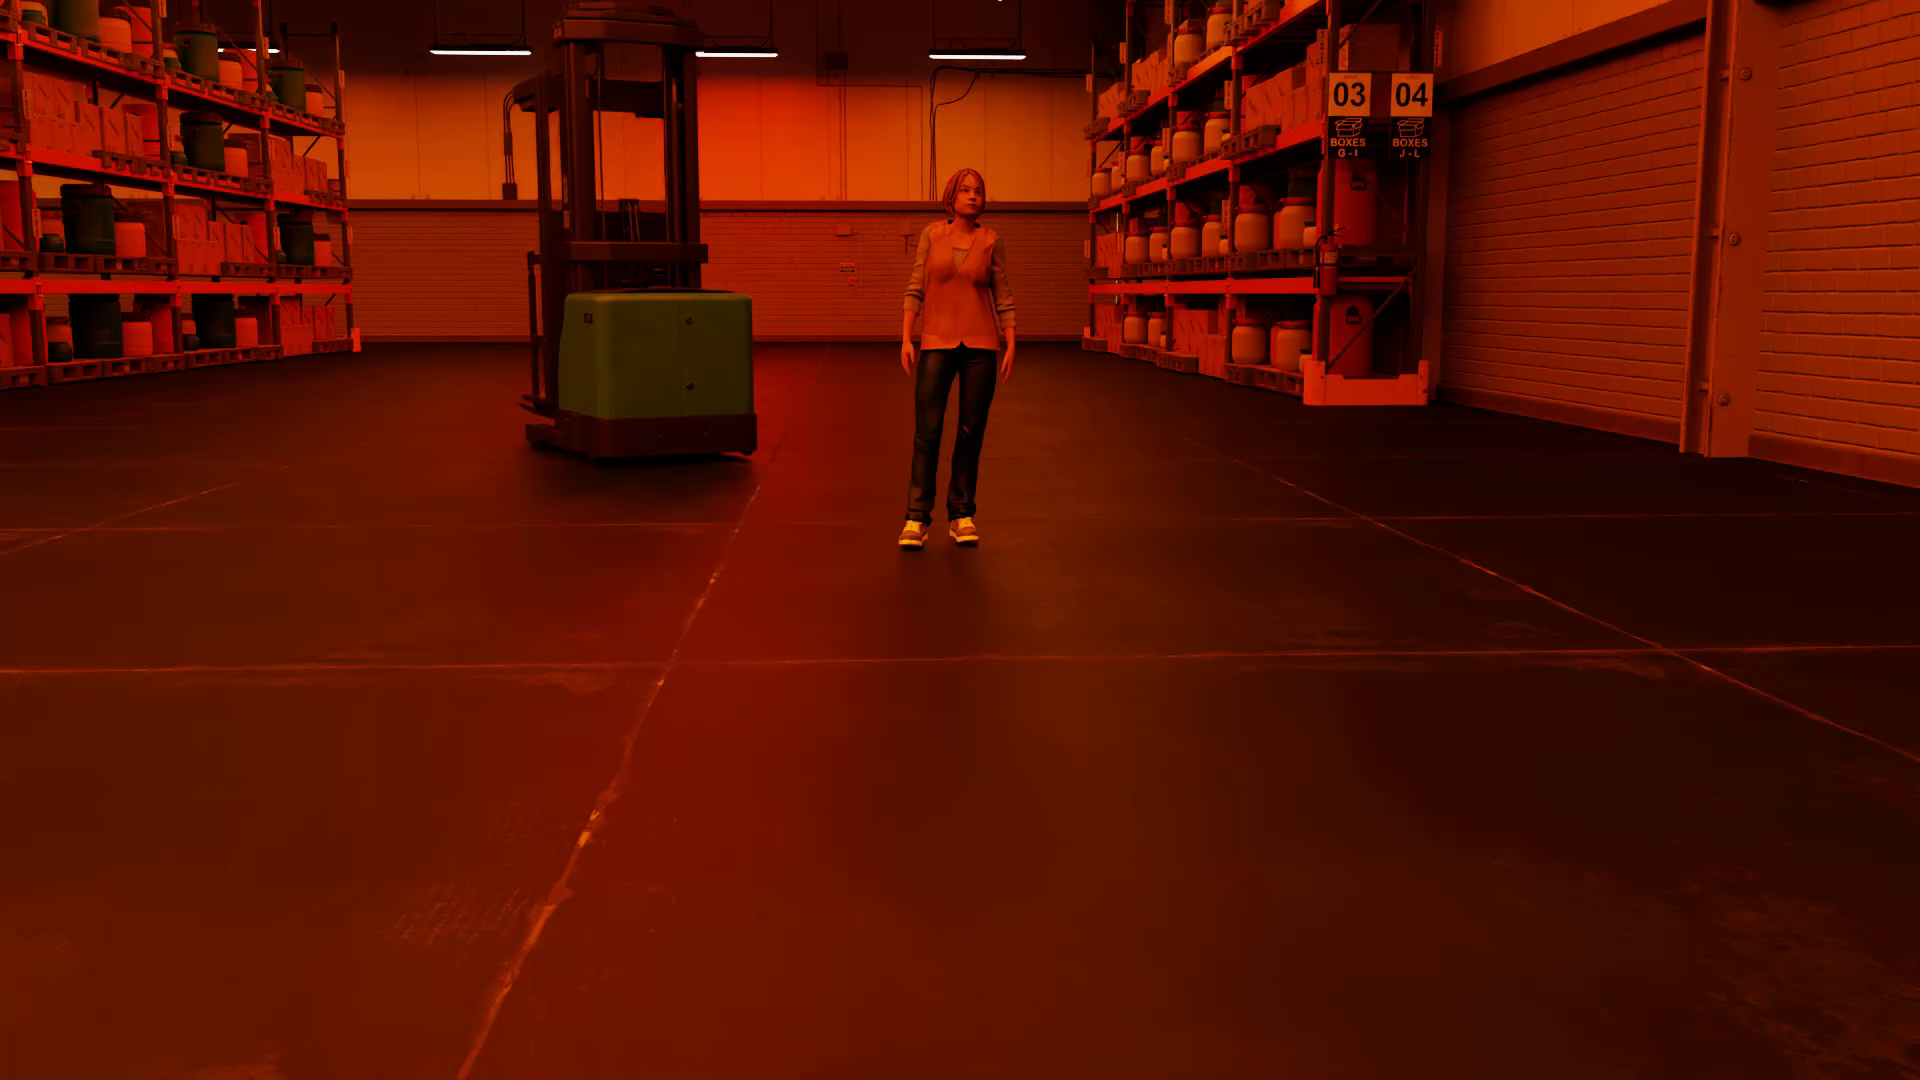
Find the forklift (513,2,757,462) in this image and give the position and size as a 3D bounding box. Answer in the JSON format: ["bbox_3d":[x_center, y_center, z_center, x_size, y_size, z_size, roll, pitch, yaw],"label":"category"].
[{"bbox_3d":[-2.431,-2.114,11.568,1.130,2.935,3.031,-4,9,-27],"label":"forklift"}]

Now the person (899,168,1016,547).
[{"bbox_3d":[-0.010,-0.786,7.118,0.520,1.597,0.476,-1,8,-4],"label":"person"}]
